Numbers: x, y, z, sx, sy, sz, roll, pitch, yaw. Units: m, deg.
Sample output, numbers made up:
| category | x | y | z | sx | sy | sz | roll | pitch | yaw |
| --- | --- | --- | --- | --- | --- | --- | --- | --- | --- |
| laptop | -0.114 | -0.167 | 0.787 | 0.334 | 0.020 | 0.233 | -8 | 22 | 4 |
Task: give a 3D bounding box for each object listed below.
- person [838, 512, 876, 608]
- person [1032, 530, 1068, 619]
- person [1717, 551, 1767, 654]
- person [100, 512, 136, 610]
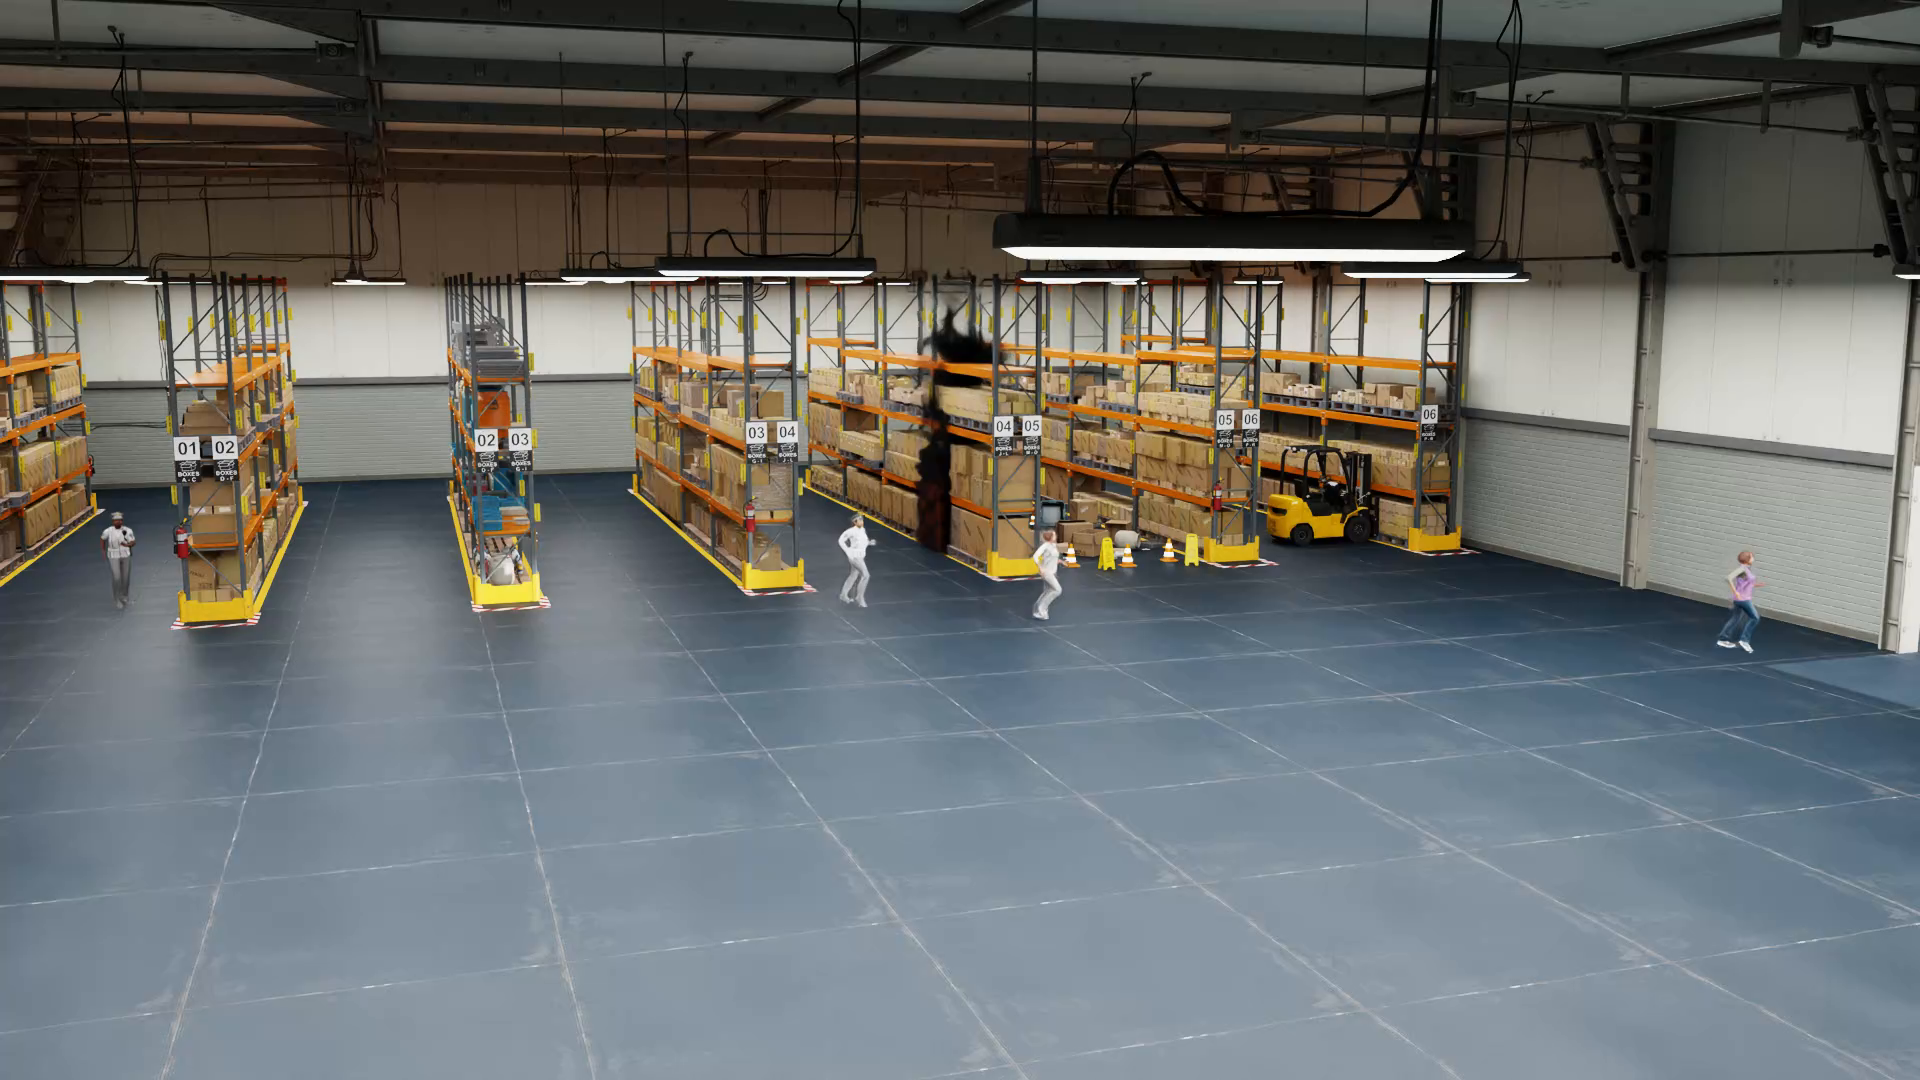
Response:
| category | x | y | z | sx | sy | sz | roll | pitch | yaw |
| --- | --- | --- | --- | --- | --- | --- | --- | --- | --- |
| person | -1.869 | 0.359 | 30.192 | 0.720 | 1.756 | 0.578 | 3 | 9 | 21 |
| person | 1.561 | 0.595 | 28.879 | 0.622 | 1.569 | 0.538 | 3 | 9 | 18 |
| person | 12.392 | 0.973 | 26.340 | 0.663 | 1.621 | 0.515 | 4 | 9 | 24 |
| person | -15.216 | 0.359 | 30.109 | 0.547 | 1.756 | 0.761 | -6 | 10 | -34 |
